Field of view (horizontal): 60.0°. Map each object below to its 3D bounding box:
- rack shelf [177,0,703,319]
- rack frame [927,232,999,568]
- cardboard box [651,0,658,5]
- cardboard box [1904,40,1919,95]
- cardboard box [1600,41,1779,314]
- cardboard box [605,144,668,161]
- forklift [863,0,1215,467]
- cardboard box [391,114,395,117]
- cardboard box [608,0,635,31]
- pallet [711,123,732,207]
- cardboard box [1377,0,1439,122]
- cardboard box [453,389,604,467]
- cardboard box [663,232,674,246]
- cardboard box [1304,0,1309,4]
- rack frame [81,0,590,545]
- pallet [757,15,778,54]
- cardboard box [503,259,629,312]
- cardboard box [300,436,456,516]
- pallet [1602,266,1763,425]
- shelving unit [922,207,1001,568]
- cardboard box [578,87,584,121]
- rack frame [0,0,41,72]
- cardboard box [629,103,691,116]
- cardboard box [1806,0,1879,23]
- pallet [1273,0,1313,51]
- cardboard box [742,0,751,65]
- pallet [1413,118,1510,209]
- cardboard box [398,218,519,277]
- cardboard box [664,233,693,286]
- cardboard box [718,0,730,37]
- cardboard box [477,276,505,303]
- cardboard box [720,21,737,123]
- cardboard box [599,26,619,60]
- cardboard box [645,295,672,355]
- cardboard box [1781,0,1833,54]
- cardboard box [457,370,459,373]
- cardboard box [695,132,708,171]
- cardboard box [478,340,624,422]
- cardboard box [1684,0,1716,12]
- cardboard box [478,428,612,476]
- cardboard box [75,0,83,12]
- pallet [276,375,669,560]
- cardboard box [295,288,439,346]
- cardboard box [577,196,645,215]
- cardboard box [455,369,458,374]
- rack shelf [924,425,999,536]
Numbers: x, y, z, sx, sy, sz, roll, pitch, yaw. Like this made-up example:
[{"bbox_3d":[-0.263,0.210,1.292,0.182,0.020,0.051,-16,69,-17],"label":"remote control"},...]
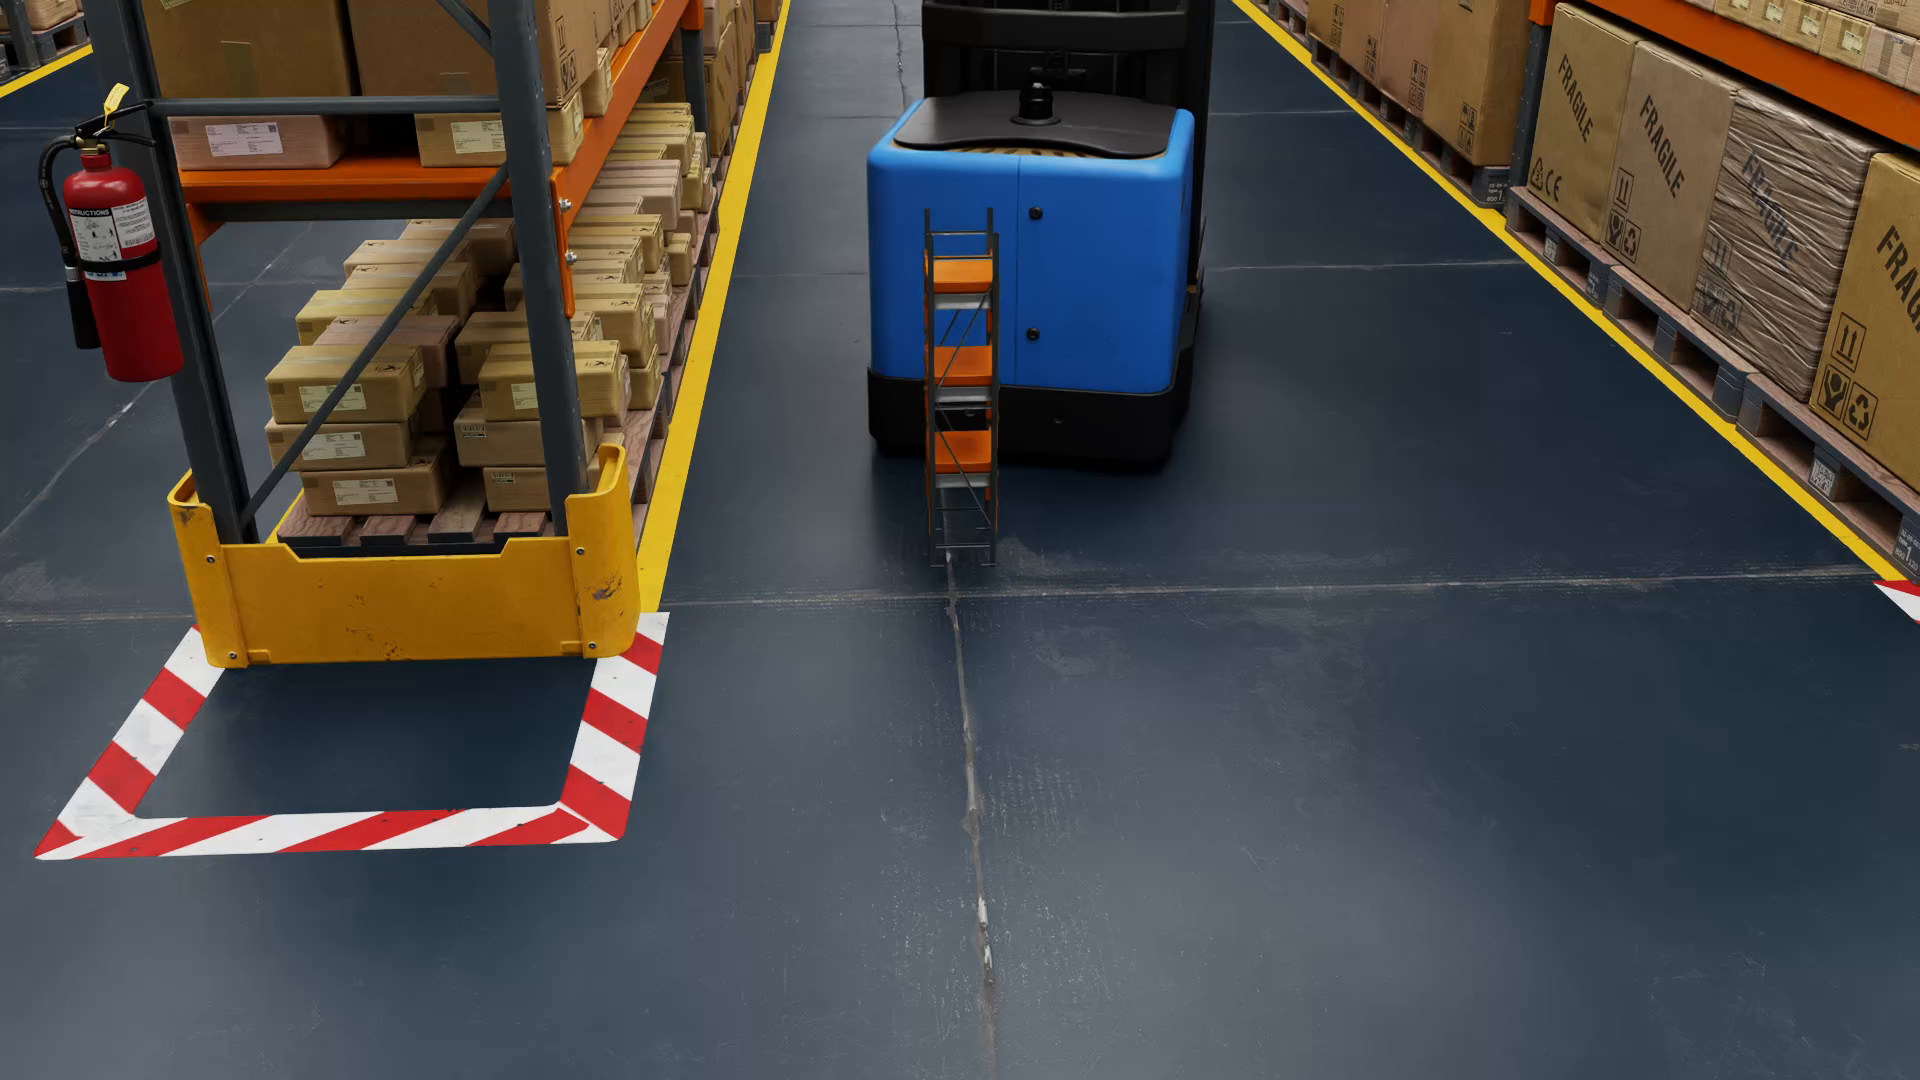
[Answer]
[{"bbox_3d":[-1.614,-1.639,5.926,1.077,0.370,4.000,-1,28,-3],"label":"rack shelf"},{"bbox_3d":[0.009,-0.384,4.852,0.200,1.050,0.008,-1,28,-3],"label":"rack frame"},{"bbox_3d":[-1.360,-2.158,6.416,0.380,0.149,0.250,-3,28,-5],"label":"cardboard box"},{"bbox_3d":[3.074,-1.389,4.941,0.380,0.149,0.250,-1,28,-3],"label":"cardboard box"},{"bbox_3d":[3.242,-1.476,6.680,0.875,0.875,0.875,-1,28,-3],"label":"cardboard box"},{"bbox_3d":[-1.431,-1.556,6.974,0.380,0.149,0.250,-1,28,-1],"label":"cardboard box"},{"bbox_3d":[0.438,-2.202,6.303,1.130,2.935,3.031,5,28,9],"label":"forklift"},{"bbox_3d":[-1.812,-1.298,4.766,0.380,0.149,0.250,-2,28,-3],"label":"cardboard box"},{"bbox_3d":[-1.323,-1.897,5.214,0.500,0.500,0.500,-1,28,-2],"label":"cardboard box"},{"bbox_3d":[-1.761,-2.004,8.865,1.003,0.211,1.213,-1,28,-3],"label":"pallet"},{"bbox_3d":[3.139,-2.906,9.422,1.225,0.875,0.875,-2,28,-4],"label":"cardboard box"},{"bbox_3d":[-1.281,-0.336,4.958,0.380,0.149,0.250,0,28,0],"label":"cardboard box"},{"bbox_3d":[-1.378,-1.314,6.833,0.380,0.149,0.250,-1,28,-1],"label":"cardboard box"},{"bbox_3d":[2.976,-4.197,12.281,0.700,0.500,0.500,-3,28,-5],"label":"cardboard box"},{"bbox_3d":[-1.510,-1.034,3.989,1.000,3.000,0.127,-1,28,-3],"label":"rack frame"},{"bbox_3d":[-1.893,-3.858,12.419,1.003,0.211,1.213,-1,28,-3],"label":"pallet"},{"bbox_3d":[-1.313,-0.827,5.576,0.380,0.149,0.250,-3,28,-5],"label":"cardboard box"},{"bbox_3d":[-1.745,-0.194,5.007,0.380,0.149,0.250,-1,28,-2],"label":"cardboard box"},{"bbox_3d":[3.268,-0.800,6.556,1.003,0.211,1.213,-1,28,-3],"label":"pallet"},{"bbox_3d":[0.003,-0.441,4.960,0.215,1.050,0.252,-1,28,-3],"label":"shelving unit"},{"bbox_3d":[-1.254,-1.197,4.572,0.380,0.149,0.250,0,28,-1],"label":"cardboard box"},{"bbox_3d":[-6.865,-4.562,10.754,1.000,3.000,0.127,-1,28,-3],"label":"rack frame"},{"bbox_3d":[-1.440,-1.909,7.652,0.380,0.149,0.250,-1,28,-1],"label":"cardboard box"},{"bbox_3d":[3.106,-1.859,5.412,0.500,0.250,0.500,-2,28,-4],"label":"cardboard box"},{"bbox_3d":[2.992,-3.926,12.549,1.003,0.211,1.213,-1,28,-3],"label":"pallet"},{"bbox_3d":[-1.608,-3.269,10.523,0.500,0.500,0.500,0,28,-1],"label":"cardboard box"},{"bbox_3d":[3.124,-2.073,8.995,1.003,0.211,1.213,-1,28,-3],"label":"pallet"},{"bbox_3d":[-1.809,-1.061,6.025,0.380,0.149,0.250,-2,28,-4],"label":"cardboard box"},{"bbox_3d":[-1.304,-1.153,6.845,0.380,0.149,0.250,-1,28,-3],"label":"cardboard box"},{"bbox_3d":[-1.523,-2.885,8.976,0.500,0.250,0.500,-1,28,-1],"label":"cardboard box"},{"bbox_3d":[-1.886,-0.923,6.082,0.380,0.149,0.250,0,28,0],"label":"cardboard box"},{"bbox_3d":[-1.521,-2.551,9.147,0.500,0.500,0.500,0,28,0],"label":"cardboard box"},{"bbox_3d":[-1.339,-1.679,5.497,0.380,0.149,0.250,-2,28,-4],"label":"cardboard box"},{"bbox_3d":[-1.271,-0.793,6.155,0.380,0.149,0.250,-3,28,-5],"label":"cardboard box"},{"bbox_3d":[3.033,-1.744,5.621,0.380,0.149,0.250,-1,28,-2],"label":"cardboard box"},{"bbox_3d":[-1.814,-0.548,5.686,0.380,0.149,0.250,-1,28,-2],"label":"cardboard box"},{"bbox_3d":[-1.385,-1.798,7.760,0.380,0.149,0.250,-1,28,-2],"label":"cardboard box"},{"bbox_3d":[-1.198,-0.470,4.893,0.380,0.149,0.250,-3,28,-5],"label":"cardboard box"},{"bbox_3d":[2.991,-2.100,6.304,0.380,0.149,0.250,-1,28,-2],"label":"cardboard box"},{"bbox_3d":[-1.313,-0.325,5.258,0.380,0.149,0.250,-1,28,-3],"label":"cardboard box"},{"bbox_3d":[-6.931,-4.185,12.418,0.950,0.372,0.625,-2,28,-4],"label":"cardboard box"},{"bbox_3d":[-1.521,-0.209,5.422,1.003,0.211,1.213,-1,28,-3],"label":"pallet"},{"bbox_3d":[-1.886,-0.692,5.319,0.380,0.149,0.250,-2,28,-4],"label":"cardboard box"},{"bbox_3d":[-1.395,-1.191,6.276,0.380,0.149,0.250,-1,28,-3],"label":"cardboard box"},{"bbox_3d":[-1.851,-0.565,5.396,0.380,0.149,0.250,-2,28,-5],"label":"cardboard box"},{"bbox_3d":[0.003,-0.185,5.093,0.215,0.259,0.240,-1,28,-3],"label":"rack shelf"}]
